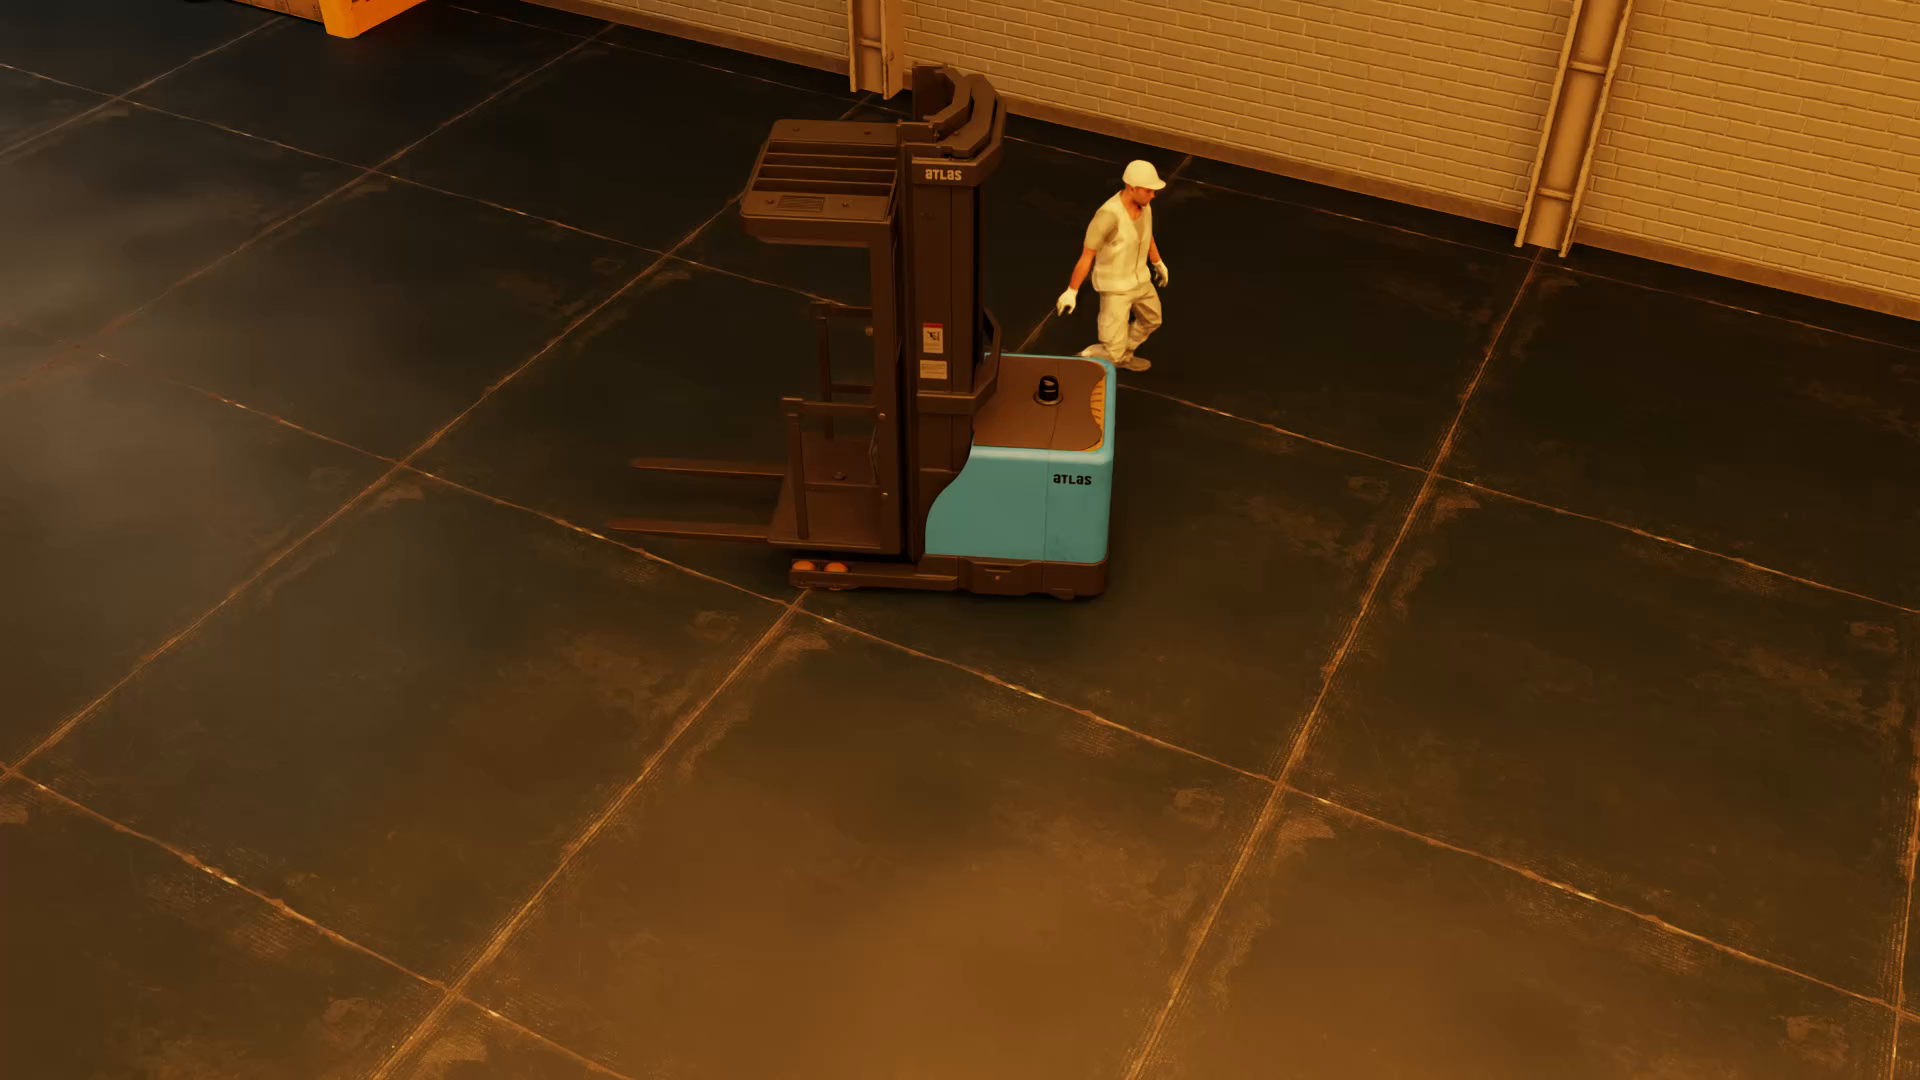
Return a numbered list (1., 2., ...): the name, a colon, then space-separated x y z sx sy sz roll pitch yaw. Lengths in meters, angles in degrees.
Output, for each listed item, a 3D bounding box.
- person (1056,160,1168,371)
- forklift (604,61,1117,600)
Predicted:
1. person: 1.037 -1.703 10.974 0.923 1.689 0.488 -32 49 -32
2. forklift: -0.606 -1.157 9.360 3.031 2.935 1.130 3 40 4
